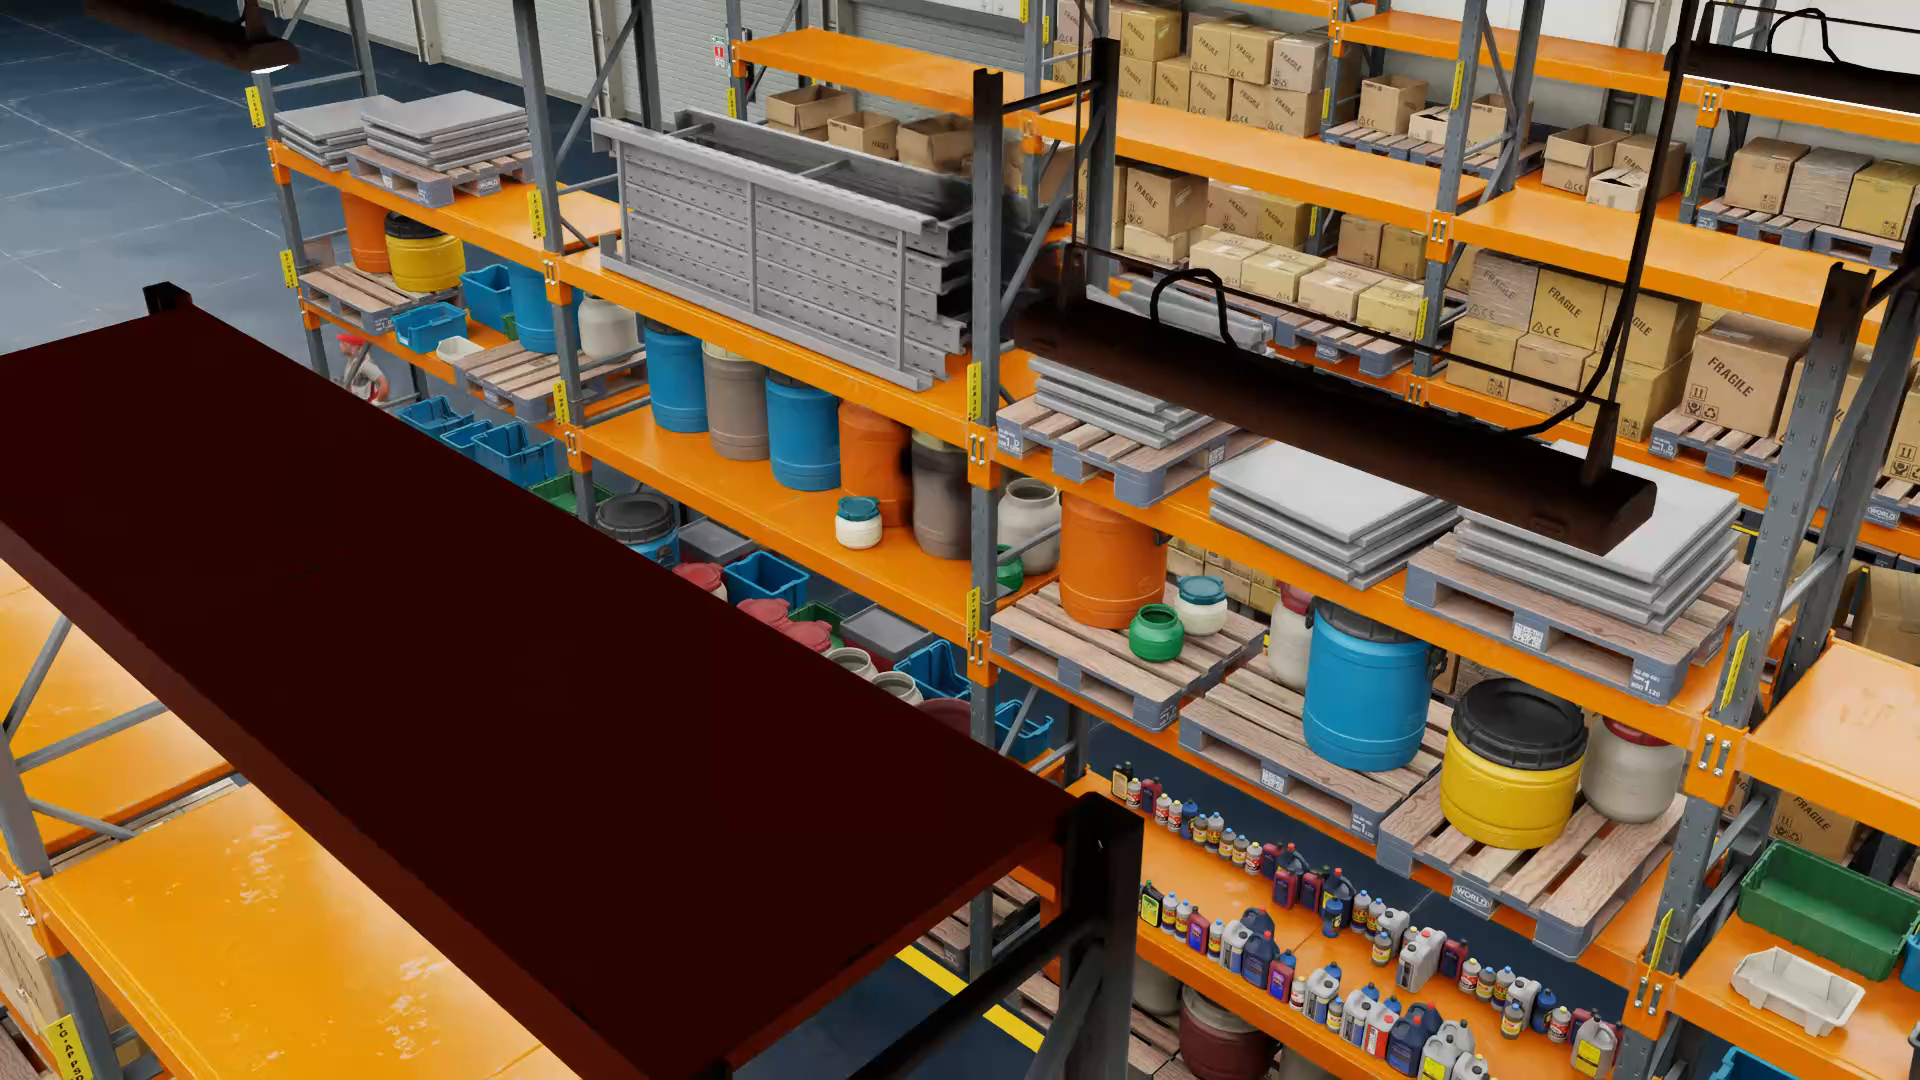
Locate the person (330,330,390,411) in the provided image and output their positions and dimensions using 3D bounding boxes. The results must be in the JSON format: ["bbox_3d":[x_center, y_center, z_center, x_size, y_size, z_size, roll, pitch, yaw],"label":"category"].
[{"bbox_3d":[-5.895,-1.273,16.657,0.816,1.833,0.637,-5,30,-10],"label":"person"}]

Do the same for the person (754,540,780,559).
[{"bbox_3d":[-1.678,-0.004,14.552,0.532,1.632,0.848,-13,32,-22],"label":"person"}]
